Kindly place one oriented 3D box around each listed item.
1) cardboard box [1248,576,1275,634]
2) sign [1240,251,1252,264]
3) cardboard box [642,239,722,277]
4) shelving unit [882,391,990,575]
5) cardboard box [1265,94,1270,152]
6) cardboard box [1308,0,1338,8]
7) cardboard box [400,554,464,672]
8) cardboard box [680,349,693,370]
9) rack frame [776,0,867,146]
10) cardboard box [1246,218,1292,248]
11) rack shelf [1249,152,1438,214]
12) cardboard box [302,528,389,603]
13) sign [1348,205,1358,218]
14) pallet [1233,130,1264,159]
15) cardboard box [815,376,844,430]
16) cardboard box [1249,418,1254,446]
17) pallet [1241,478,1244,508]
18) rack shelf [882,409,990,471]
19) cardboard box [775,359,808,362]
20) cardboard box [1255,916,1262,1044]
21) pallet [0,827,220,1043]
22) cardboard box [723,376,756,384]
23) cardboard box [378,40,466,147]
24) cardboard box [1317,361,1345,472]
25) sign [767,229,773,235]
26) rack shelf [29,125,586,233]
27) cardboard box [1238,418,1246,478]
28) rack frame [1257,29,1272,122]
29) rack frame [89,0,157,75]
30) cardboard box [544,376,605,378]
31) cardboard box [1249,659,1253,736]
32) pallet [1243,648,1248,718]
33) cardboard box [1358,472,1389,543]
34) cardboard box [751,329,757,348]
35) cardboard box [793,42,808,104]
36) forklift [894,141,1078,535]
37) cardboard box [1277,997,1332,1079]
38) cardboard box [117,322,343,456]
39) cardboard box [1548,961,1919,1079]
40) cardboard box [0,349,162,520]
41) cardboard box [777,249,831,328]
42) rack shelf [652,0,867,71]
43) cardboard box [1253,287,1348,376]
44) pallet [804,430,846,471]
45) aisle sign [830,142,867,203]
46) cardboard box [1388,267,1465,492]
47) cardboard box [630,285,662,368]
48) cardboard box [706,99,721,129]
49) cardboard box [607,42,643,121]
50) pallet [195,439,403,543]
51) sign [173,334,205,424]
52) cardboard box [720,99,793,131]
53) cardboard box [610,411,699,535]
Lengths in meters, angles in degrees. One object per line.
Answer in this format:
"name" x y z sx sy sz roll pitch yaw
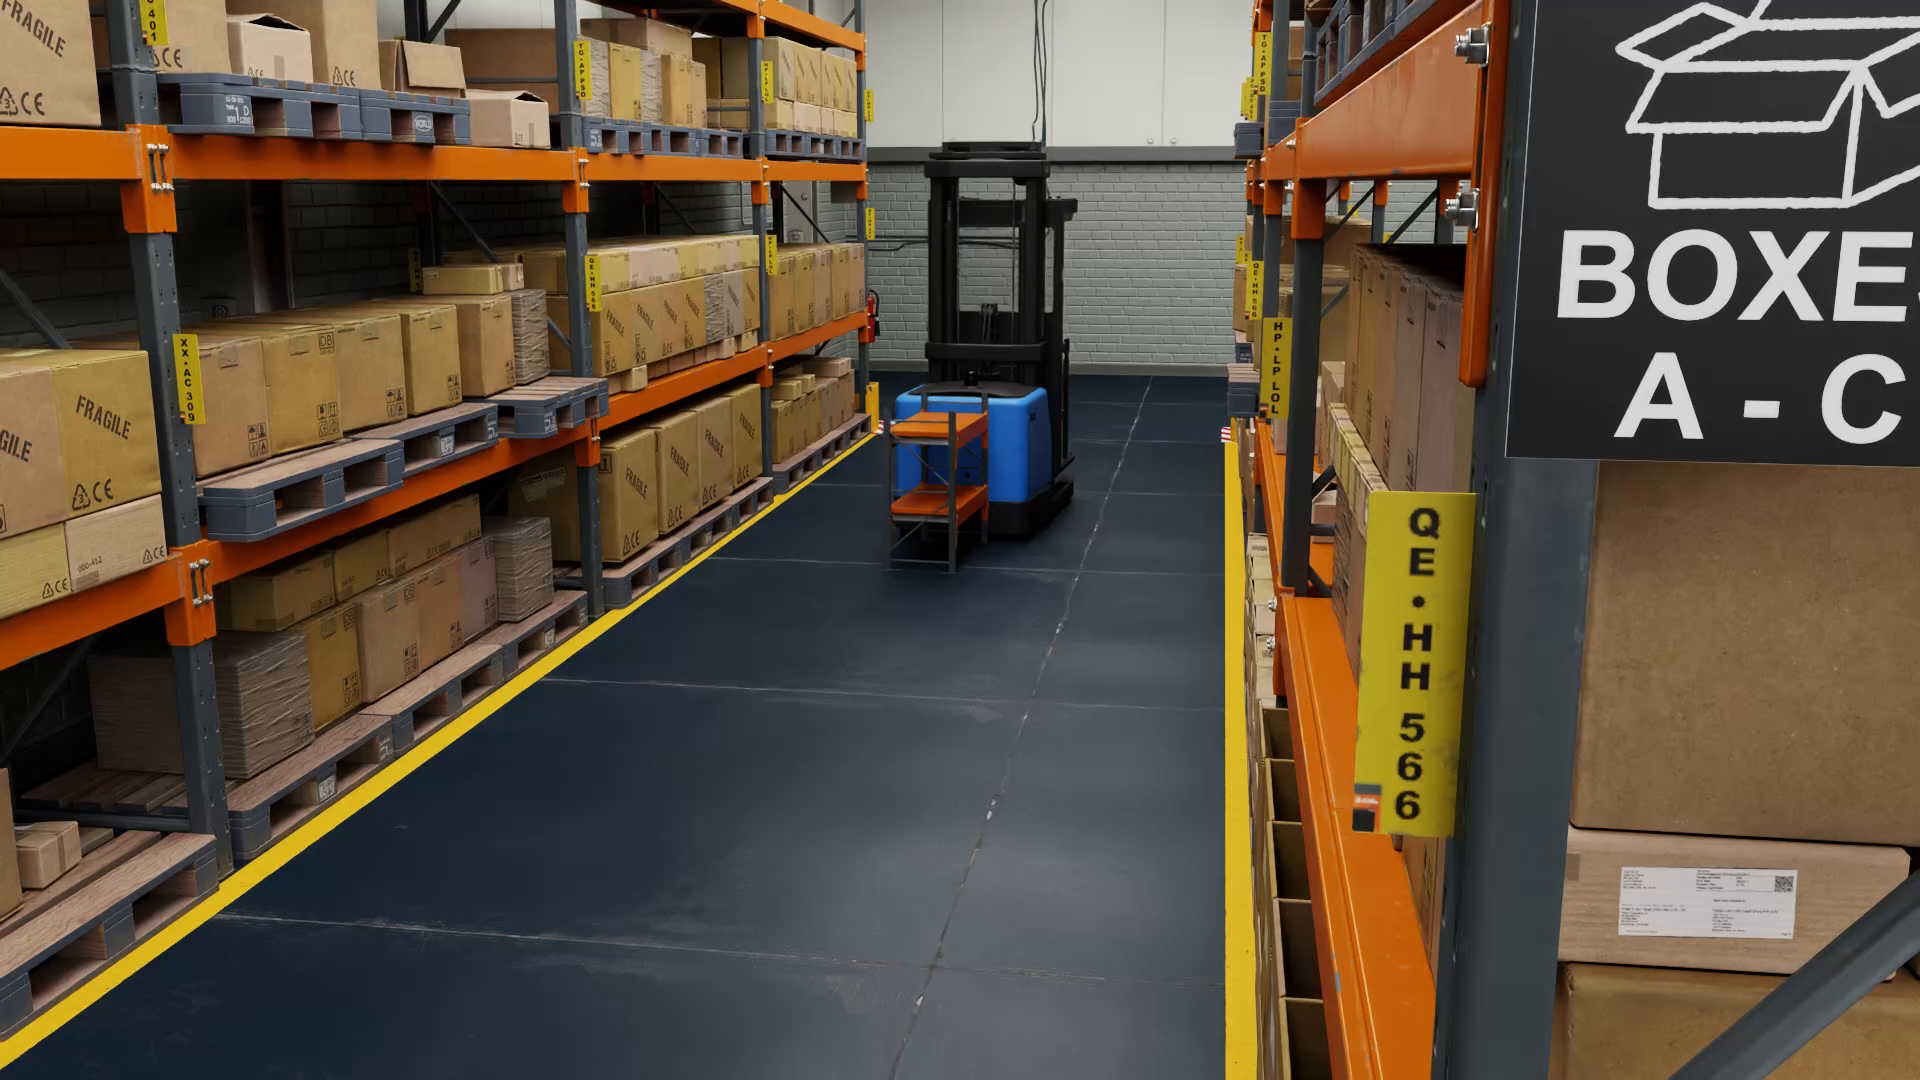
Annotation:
"cardboard box" 1.658 0.333 8.025 0.500 0.311 0.500 2 12 7
"sign" 2.260 -2.118 13.148 0.100 0.325 0.005 2 12 9
"cardboard box" -2.084 -2.092 12.308 0.500 0.250 0.500 2 12 10
"shelving unit" -0.158 -0.431 11.822 0.538 1.125 1.048 3 12 13
"cardboard box" 2.294 -2.560 9.894 0.910 0.500 0.500 2 12 9
"cardboard box" 1.146 -1.502 4.103 0.500 0.311 0.500 1 12 6
"cardboard box" -3.015 0.360 8.592 0.700 0.500 0.500 2 12 8
"cardboard box" -2.161 -1.328 12.086 0.380 0.149 0.250 2 12 10
"rack frame" -1.483 -5.604 17.138 1.000 3.000 0.127 2 12 9
"cardboard box" 2.929 -2.753 15.535 0.500 0.500 0.500 2 12 9
"rack shelf" 2.489 -2.377 10.993 1.077 0.370 4.000 2 12 9
"cardboard box" -3.091 0.113 7.959 0.500 0.250 0.500 2 12 7
"sign" 3.958 -3.210 16.771 0.100 0.325 0.005 2 12 9
"pallet" 2.627 -2.920 12.249 1.213 0.211 1.003 2 12 9
"cardboard box" -1.569 -1.402 16.814 0.700 0.500 0.500 2 12 8
"cardboard box" 2.328 -0.738 11.906 0.500 0.250 0.500 2 12 9
"pallet" 2.904 -0.459 14.122 1.003 0.211 1.213 2 12 9
"rack shelf" -0.158 -0.717 11.760 0.538 0.278 1.000 3 12 13
"cardboard box" -1.747 -1.750 16.891 0.380 0.149 0.250 2 12 9
"cardboard box" 1.114 1.316 4.798 0.500 0.250 0.500 2 12 9
"pallet" -3.397 1.331 5.818 1.003 0.211 1.213 2 12 9
"cardboard box" -1.982 -1.433 15.417 0.380 0.149 0.250 1 12 7
"cardboard box" -3.004 -2.266 8.475 0.797 0.503 0.637 4 13 17
"cardboard box" 1.940 -0.546 7.667 0.500 0.500 0.500 1 12 6
"sign" -2.031 -3.153 17.759 0.100 0.325 0.005 2 12 9
"rack shelf" -3.021 -1.705 7.870 1.077 0.370 4.000 2 12 9
"cardboard box" 2.604 -0.800 13.975 0.500 0.500 0.500 2 12 9
"rack frame" 2.797 -4.612 12.533 1.000 3.000 0.127 2 12 9
"rack frame" -3.329 -3.106 5.547 1.000 3.000 0.127 2 12 9
"cardboard box" -2.434 -0.954 10.350 0.380 0.149 0.250 2 12 8
"cardboard box" 1.581 0.712 7.601 0.500 0.250 0.500 2 12 10
"pallet" 2.017 0.687 8.806 1.003 0.211 1.213 2 12 9
"cardboard box" 1.140 -0.062 3.883 0.380 0.149 0.250 2 12 7
"cardboard box" -1.871 -1.646 13.561 0.380 0.149 0.250 2 12 9
"cardboard box" -1.639 -4.099 14.616 0.500 0.500 0.500 2 12 7
"forklift" 0.340 -1.736 13.592 1.130 2.935 3.031 3 12 13
"cardboard box" 0.879 1.261 3.271 0.500 0.500 0.500 2 12 9
"cardboard box" -3.124 -0.658 7.147 0.700 0.500 0.500 3 13 14
"cardboard box" 1.036 0.673 2.012 0.700 0.500 0.500 2 12 9
"cardboard box" -3.096 -0.368 5.610 0.500 0.500 0.500 2 12 9
"cardboard box" -1.779 -2.401 15.805 0.980 0.700 0.700 1 12 6
"rack shelf" -1.791 -4.641 15.324 1.077 0.370 4.000 2 12 9
"cardboard box" 2.167 -1.235 9.872 0.700 0.500 0.500 -2 12 -10
"pallet" -1.719 -0.886 16.104 1.003 0.211 1.213 2 12 9
"aisle sign" -1.176 -3.948 17.520 0.394 0.787 0.004 2 12 9
"cardboard box" 1.273 -0.291 3.406 0.700 0.500 0.500 2 12 9
"cardboard box" -2.296 -1.412 10.934 0.500 0.500 0.500 2 12 11
"cardboard box" -2.225 -3.636 14.247 0.500 0.250 0.500 2 12 9
"cardboard box" -2.568 -3.066 11.199 0.700 0.500 0.500 3 12 12
"pallet" -3.067 -0.234 6.915 1.003 0.211 1.213 2 12 9
"sign" -2.791 -0.581 6.013 0.100 0.325 0.005 2 12 9
"cardboard box" -1.732 -3.621 14.179 0.500 0.250 0.500 2 12 8
"cardboard box" -2.330 -0.492 11.760 0.750 0.750 0.750 2 12 8
